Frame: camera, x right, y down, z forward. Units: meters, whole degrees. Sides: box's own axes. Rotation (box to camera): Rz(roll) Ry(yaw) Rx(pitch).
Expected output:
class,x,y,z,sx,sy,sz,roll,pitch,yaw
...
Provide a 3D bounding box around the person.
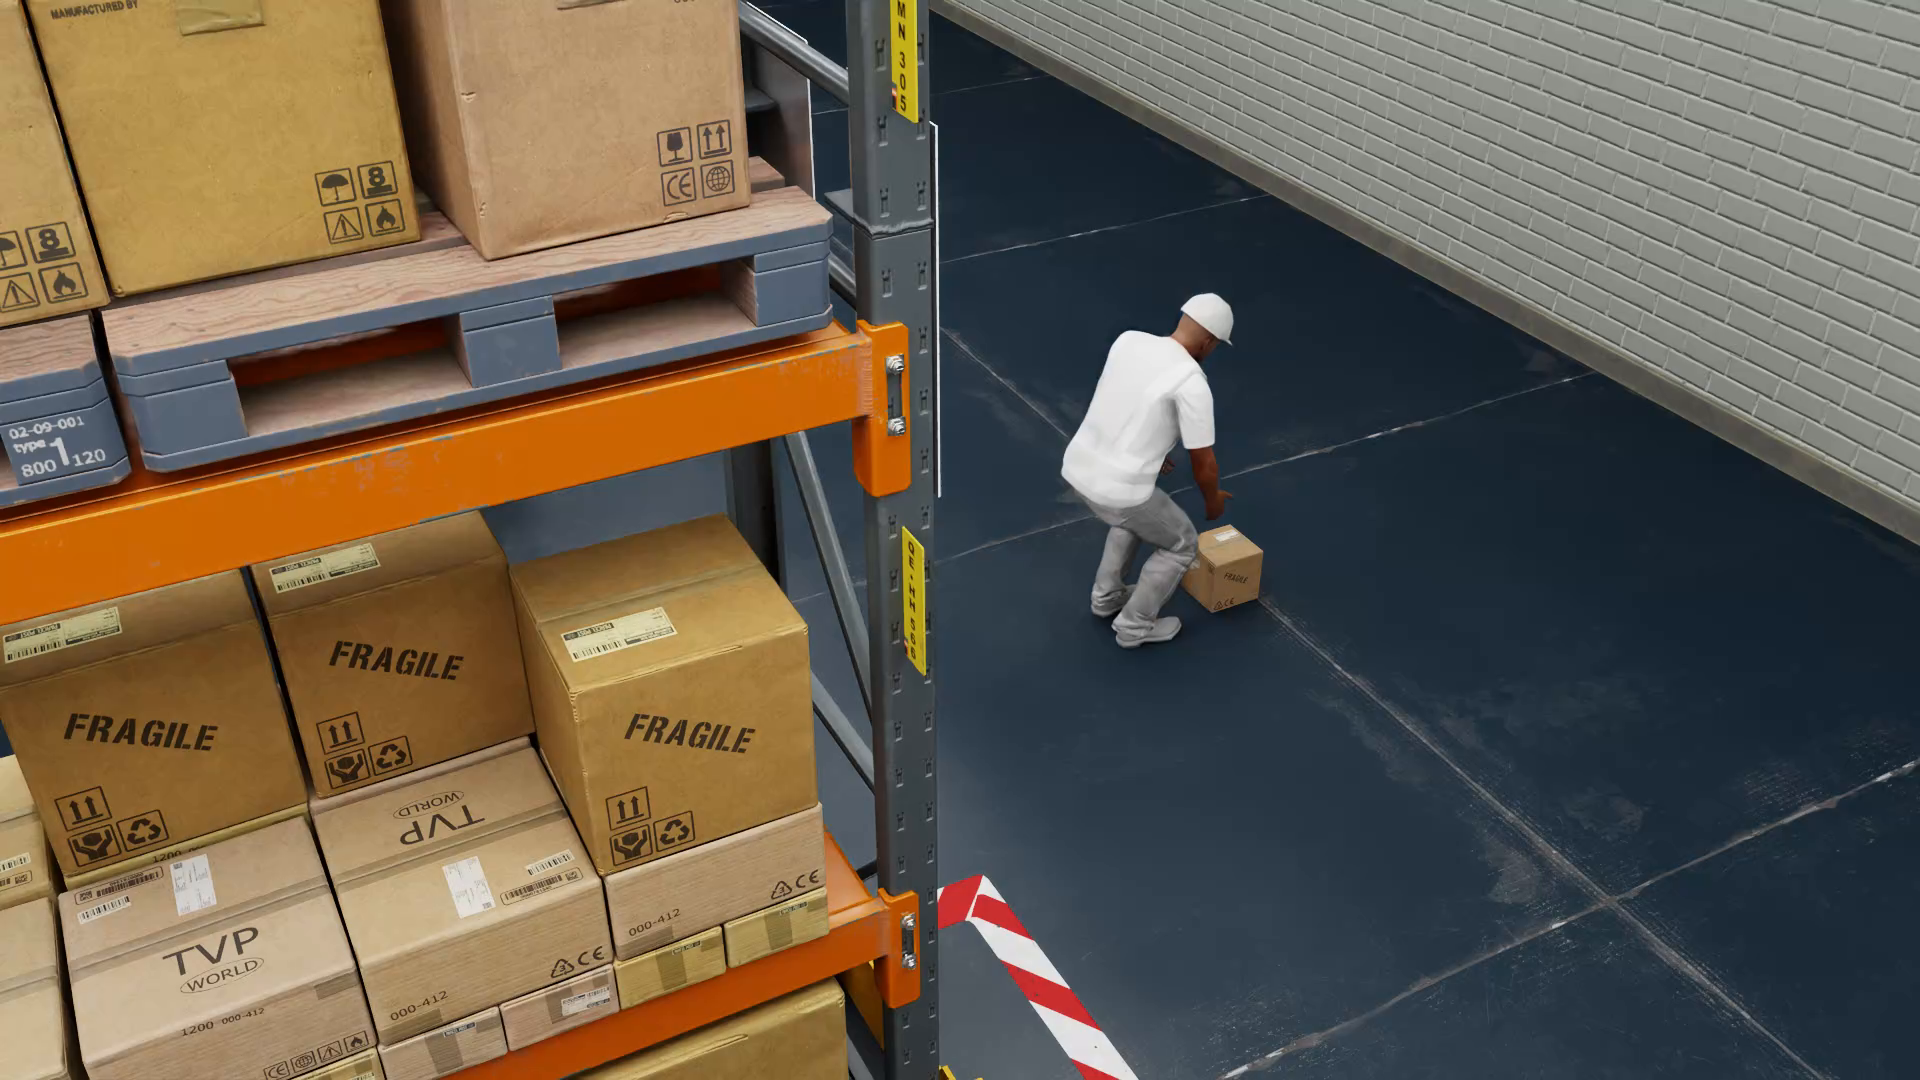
class,x,y,z,sx,sy,sz,roll,pitch,yaw
person,0.766,-0.294,6.854,0.728,1.461,0.630,-16,36,-23
